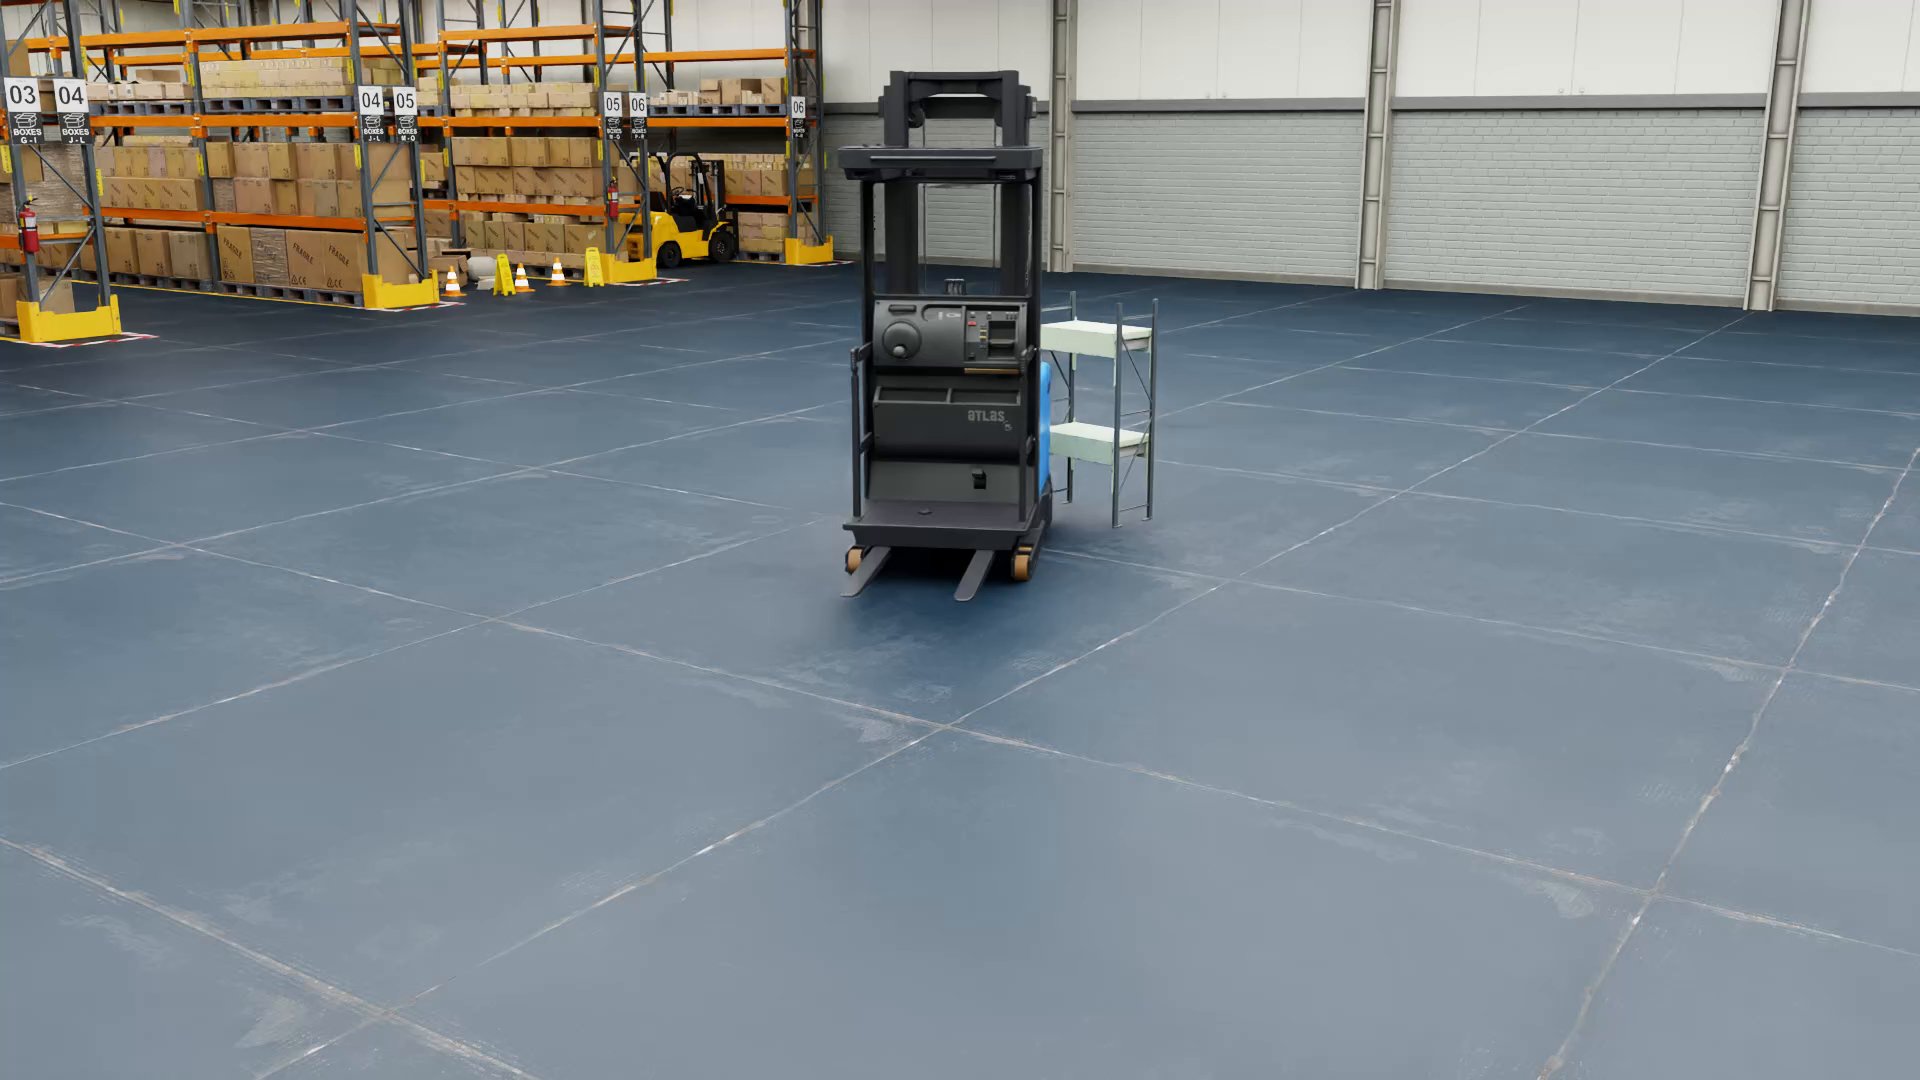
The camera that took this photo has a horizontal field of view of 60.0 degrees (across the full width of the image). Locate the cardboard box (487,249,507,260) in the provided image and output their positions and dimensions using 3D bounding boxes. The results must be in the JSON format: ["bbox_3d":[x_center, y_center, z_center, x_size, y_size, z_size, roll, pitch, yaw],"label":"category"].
[{"bbox_3d":[-8.324,-5.226,30.540,0.500,0.250,0.500,10,17,36],"label":"cardboard box"}]

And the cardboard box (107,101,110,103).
[{"bbox_3d":[-18.646,-9.762,37.002,0.500,0.250,0.500,7,16,28],"label":"cardboard box"}]

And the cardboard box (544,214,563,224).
[{"bbox_3d":[-7.153,-5.696,29.530,0.250,0.149,0.380,10,17,34],"label":"cardboard box"}]

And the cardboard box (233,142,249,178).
[{"bbox_3d":[-10.983,-6.049,26.456,0.550,0.550,0.875,9,17,33],"label":"cardboard box"}]

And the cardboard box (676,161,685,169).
[{"bbox_3d":[-5.617,-7.706,34.152,0.250,0.149,0.380,10,17,34],"label":"cardboard box"}]

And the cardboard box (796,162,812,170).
[{"bbox_3d":[-3.163,-7.474,33.213,0.250,0.149,0.380,9,16,31],"label":"cardboard box"}]

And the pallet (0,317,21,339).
[{"bbox_3d":[-12.042,-2.819,21.773,1.213,0.211,1.003,9,17,33],"label":"pallet"}]

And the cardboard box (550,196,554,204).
[{"bbox_3d":[-7.061,-6.050,29.542,0.250,0.149,0.380,9,17,34],"label":"cardboard box"}]

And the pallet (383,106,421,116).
[{"bbox_3d":[-10.428,-8.167,31.719,1.003,0.211,1.213,9,17,33],"label":"pallet"}]

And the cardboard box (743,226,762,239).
[{"bbox_3d":[-4.015,-6.197,33.423,0.500,0.250,0.500,9,17,32],"label":"cardboard box"}]

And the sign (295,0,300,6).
[{"bbox_3d":[-12.738,-10.427,31.943,0.005,0.325,0.100,9,17,33],"label":"sign"}]

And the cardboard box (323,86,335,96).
[{"bbox_3d":[-9.146,-6.620,24.520,0.250,0.149,0.380,9,17,33],"label":"cardboard box"}]

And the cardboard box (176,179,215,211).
[{"bbox_3d":[-12.373,-5.624,27.091,0.500,0.500,0.500,9,17,32],"label":"cardboard box"}]

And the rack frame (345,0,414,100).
[{"bbox_3d":[-8.472,-7.934,24.148,0.127,3.000,1.000,9,17,33],"label":"rack frame"}]

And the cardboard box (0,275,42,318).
[{"bbox_3d":[-12.348,-3.198,21.826,0.500,0.500,0.500,-12,18,-39],"label":"cardboard box"}]

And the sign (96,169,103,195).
[{"bbox_3d":[-11.022,-4.575,21.261,0.005,0.325,0.100,9,17,33],"label":"sign"}]

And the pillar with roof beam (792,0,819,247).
[{"bbox_3d":[-5.504,-9.340,29.825,0.400,9.000,9.100,9,17,33],"label":"pillar with roof beam"}]

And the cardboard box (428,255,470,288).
[{"bbox_3d":[-8.664,-4.542,28.123,0.637,0.503,0.797,-1,14,-6],"label":"cardboard box"}]

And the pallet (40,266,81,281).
[{"bbox_3d":[-15.758,-4.847,29.962,1.213,0.211,1.003,9,17,33],"label":"pallet"}]

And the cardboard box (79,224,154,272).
[{"bbox_3d":[-14.655,-5.107,29.020,0.750,0.750,1.050,9,16,32],"label":"cardboard box"}]

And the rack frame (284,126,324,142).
[{"bbox_3d":[-16.303,-9.159,41.579,0.127,3.000,1.000,9,17,33],"label":"rack frame"}]

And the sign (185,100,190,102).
[{"bbox_3d":[-16.059,-9.267,34.532,0.005,0.325,0.100,9,17,33],"label":"sign"}]

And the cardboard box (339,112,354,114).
[{"bbox_3d":[-11.651,-8.471,32.351,0.500,0.500,0.700,9,17,33],"label":"cardboard box"}]

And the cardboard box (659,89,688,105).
[{"bbox_3d":[-5.791,-9.054,34.018,0.500,0.311,0.500,10,17,34],"label":"cardboard box"}]

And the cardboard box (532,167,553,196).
[{"bbox_3d":[-7.224,-6.369,29.484,0.500,0.500,0.500,9,17,33],"label":"cardboard box"}]

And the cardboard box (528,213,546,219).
[{"bbox_3d":[-9.155,-7.051,37.131,0.625,0.625,0.875,10,17,35],"label":"cardboard box"}]

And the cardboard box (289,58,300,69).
[{"bbox_3d":[-9.782,-7.110,24.840,0.250,0.149,0.380,9,17,33],"label":"cardboard box"}]

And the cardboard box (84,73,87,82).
[{"bbox_3d":[-15.720,-8.150,29.459,0.258,0.266,0.396,9,17,33],"label":"cardboard box"}]

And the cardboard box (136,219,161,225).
[{"bbox_3d":[-17.702,-6.939,37.070,0.875,0.438,0.875,10,17,34],"label":"cardboard box"}]

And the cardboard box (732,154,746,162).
[{"bbox_3d":[-4.338,-7.644,33.284,0.250,0.149,0.380,10,17,34],"label":"cardboard box"}]

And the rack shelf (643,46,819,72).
[{"bbox_3d":[-4.686,-9.650,33.408,4.000,0.370,1.077,9,17,33],"label":"rack shelf"}]

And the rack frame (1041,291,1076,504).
[{"bbox_3d":[0.655,-0.966,11.605,0.400,1.500,0.023,-13,19,-43],"label":"rack frame"}]

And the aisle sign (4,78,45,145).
[{"bbox_3d":[-11.440,-5.241,20.341,0.004,0.787,0.394,9,17,33],"label":"aisle sign"}]

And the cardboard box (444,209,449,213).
[{"bbox_3d":[-11.716,-7.664,38.518,0.250,0.149,0.380,10,17,35],"label":"cardboard box"}]

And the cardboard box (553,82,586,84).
[{"bbox_3d":[-8.355,-9.561,35.670,0.500,0.500,0.500,10,17,34],"label":"cardboard box"}]

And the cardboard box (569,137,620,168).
[{"bbox_3d":[-6.339,-6.726,28.843,0.500,0.500,0.700,9,16,31],"label":"cardboard box"}]

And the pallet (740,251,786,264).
[{"bbox_3d":[-3.684,-5.754,33.626,1.213,0.211,1.003,9,17,33],"label":"pallet"}]

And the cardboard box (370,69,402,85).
[{"bbox_3d":[-8.729,-6.918,24.896,0.500,0.250,0.500,9,17,33],"label":"cardboard box"}]

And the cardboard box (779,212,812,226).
[{"bbox_3d":[-3.319,-6.470,33.483,0.500,0.250,0.500,9,16,32],"label":"cardboard box"}]

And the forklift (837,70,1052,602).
[{"bbox_3d":[-0.087,-1.263,9.826,1.130,2.935,3.031,2,14,8],"label":"forklift"}]

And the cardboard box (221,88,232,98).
[{"bbox_3d":[-11.257,-6.960,25.897,0.250,0.149,0.380,9,17,33],"label":"cardboard box"}]

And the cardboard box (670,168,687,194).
[{"bbox_3d":[-5.681,-7.420,34.346,0.500,0.500,0.500,10,17,34],"label":"cardboard box"}]

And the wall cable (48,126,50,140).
[{"bbox_3d":[-22.980,-9.697,41.641,0.122,1.984,0.588,9,17,33],"label":"wall cable"}]

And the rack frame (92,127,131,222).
[{"bbox_3d":[-19.070,-8.168,37.579,0.127,3.000,1.000,9,17,33],"label":"rack frame"}]

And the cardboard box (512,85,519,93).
[{"bbox_3d":[-7.697,-7.981,29.442,0.250,0.149,0.380,10,17,34],"label":"cardboard box"}]

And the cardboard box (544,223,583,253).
[{"bbox_3d":[-7.039,-5.381,29.604,0.500,0.500,0.500,10,17,35],"label":"cardboard box"}]

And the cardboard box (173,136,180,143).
[{"bbox_3d":[-16.543,-8.551,35.485,0.250,0.149,0.380,9,17,33],"label":"cardboard box"}]

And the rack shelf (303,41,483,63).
[{"bbox_3d":[-10.772,-9.196,31.575,4.000,0.370,1.077,9,17,33],"label":"rack shelf"}]

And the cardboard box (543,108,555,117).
[{"bbox_3d":[-7.078,-7.489,29.116,0.250,0.149,0.380,9,17,32],"label":"cardboard box"}]

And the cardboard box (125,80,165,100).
[{"bbox_3d":[-13.368,-7.415,27.396,0.500,0.311,0.500,8,16,31],"label":"cardboard box"}]

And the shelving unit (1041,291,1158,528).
[{"bbox_3d":[0.912,-0.904,11.352,0.431,1.500,0.755,-13,19,-43],"label":"shelving unit"}]

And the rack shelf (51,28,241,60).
[{"bbox_3d":[-13.451,-8.196,27.533,4.000,0.370,1.077,9,17,33],"label":"rack shelf"}]

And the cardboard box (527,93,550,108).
[{"bbox_3d":[-7.218,-7.702,29.143,0.500,0.250,0.500,10,17,34],"label":"cardboard box"}]

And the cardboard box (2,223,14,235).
[{"bbox_3d":[-11.883,-3.956,21.083,0.250,0.149,0.380,9,17,33],"label":"cardboard box"}]

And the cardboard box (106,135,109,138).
[{"bbox_3d":[-18.672,-8.893,36.868,0.250,0.149,0.380,10,17,34],"label":"cardboard box"}]

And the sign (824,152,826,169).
[{"bbox_3d":[-2.712,-7.581,33.241,0.005,0.325,0.100,9,17,33],"label":"sign"}]

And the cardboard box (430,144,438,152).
[{"bbox_3d":[-10.264,-7.530,31.947,0.250,0.149,0.380,10,17,36],"label":"cardboard box"}]
